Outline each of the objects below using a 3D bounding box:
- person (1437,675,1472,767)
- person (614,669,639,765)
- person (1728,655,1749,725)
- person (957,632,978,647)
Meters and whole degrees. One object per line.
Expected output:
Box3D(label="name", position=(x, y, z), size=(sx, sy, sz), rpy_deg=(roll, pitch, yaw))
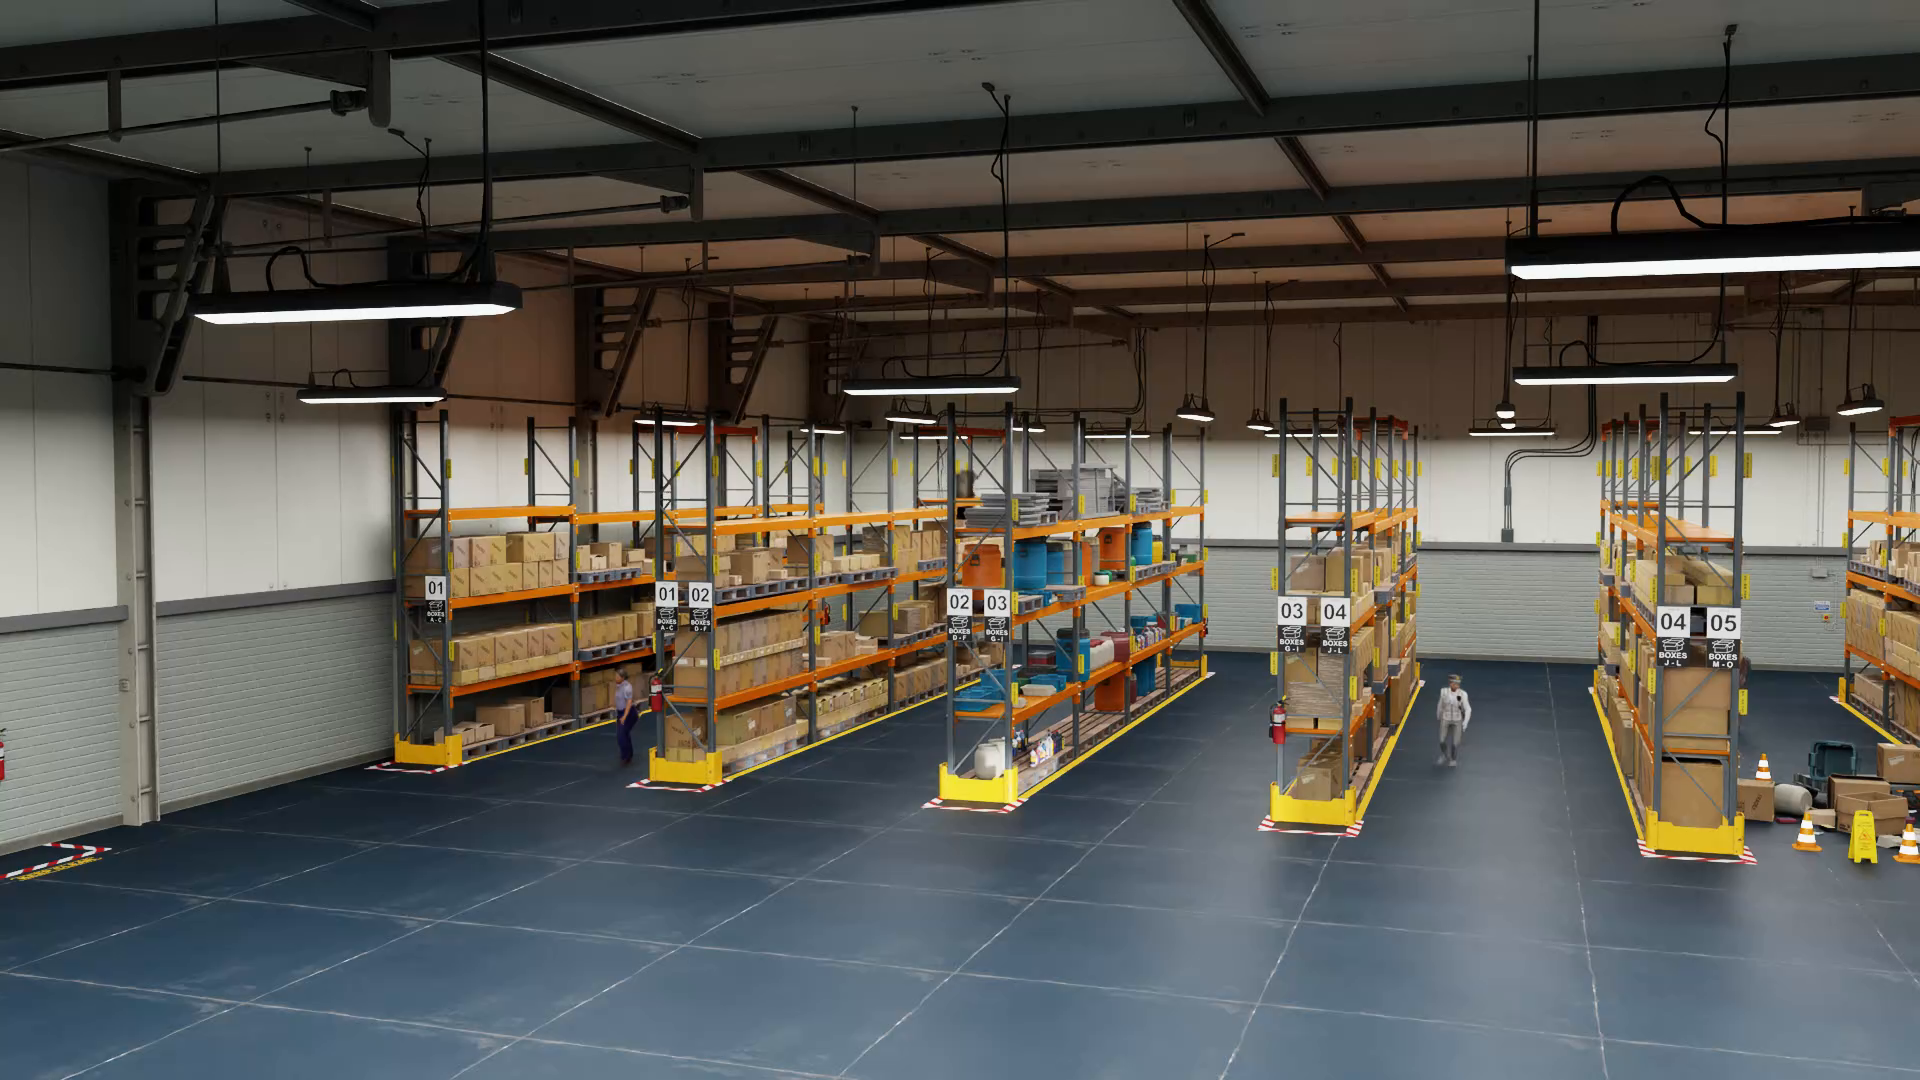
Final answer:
Box3D(label="person", position=(8.216, 3.009, 27.666), size=(0.569, 1.576, 0.647), rpy_deg=(1, 3, 20))
Box3D(label="person", position=(-5.692, 3.013, 28.305), size=(0.501, 1.638, 0.813), rpy_deg=(-2, 3, -34))
Box3D(label="person", position=(15.060, 2.820, 32.574), size=(0.740, 1.591, 0.883), rpy_deg=(0, 2, 9))
Box3D(label="person", position=(0.240, 2.322, 44.730), size=(0.931, 1.572, 0.542), rpy_deg=(2, 3, 44))
